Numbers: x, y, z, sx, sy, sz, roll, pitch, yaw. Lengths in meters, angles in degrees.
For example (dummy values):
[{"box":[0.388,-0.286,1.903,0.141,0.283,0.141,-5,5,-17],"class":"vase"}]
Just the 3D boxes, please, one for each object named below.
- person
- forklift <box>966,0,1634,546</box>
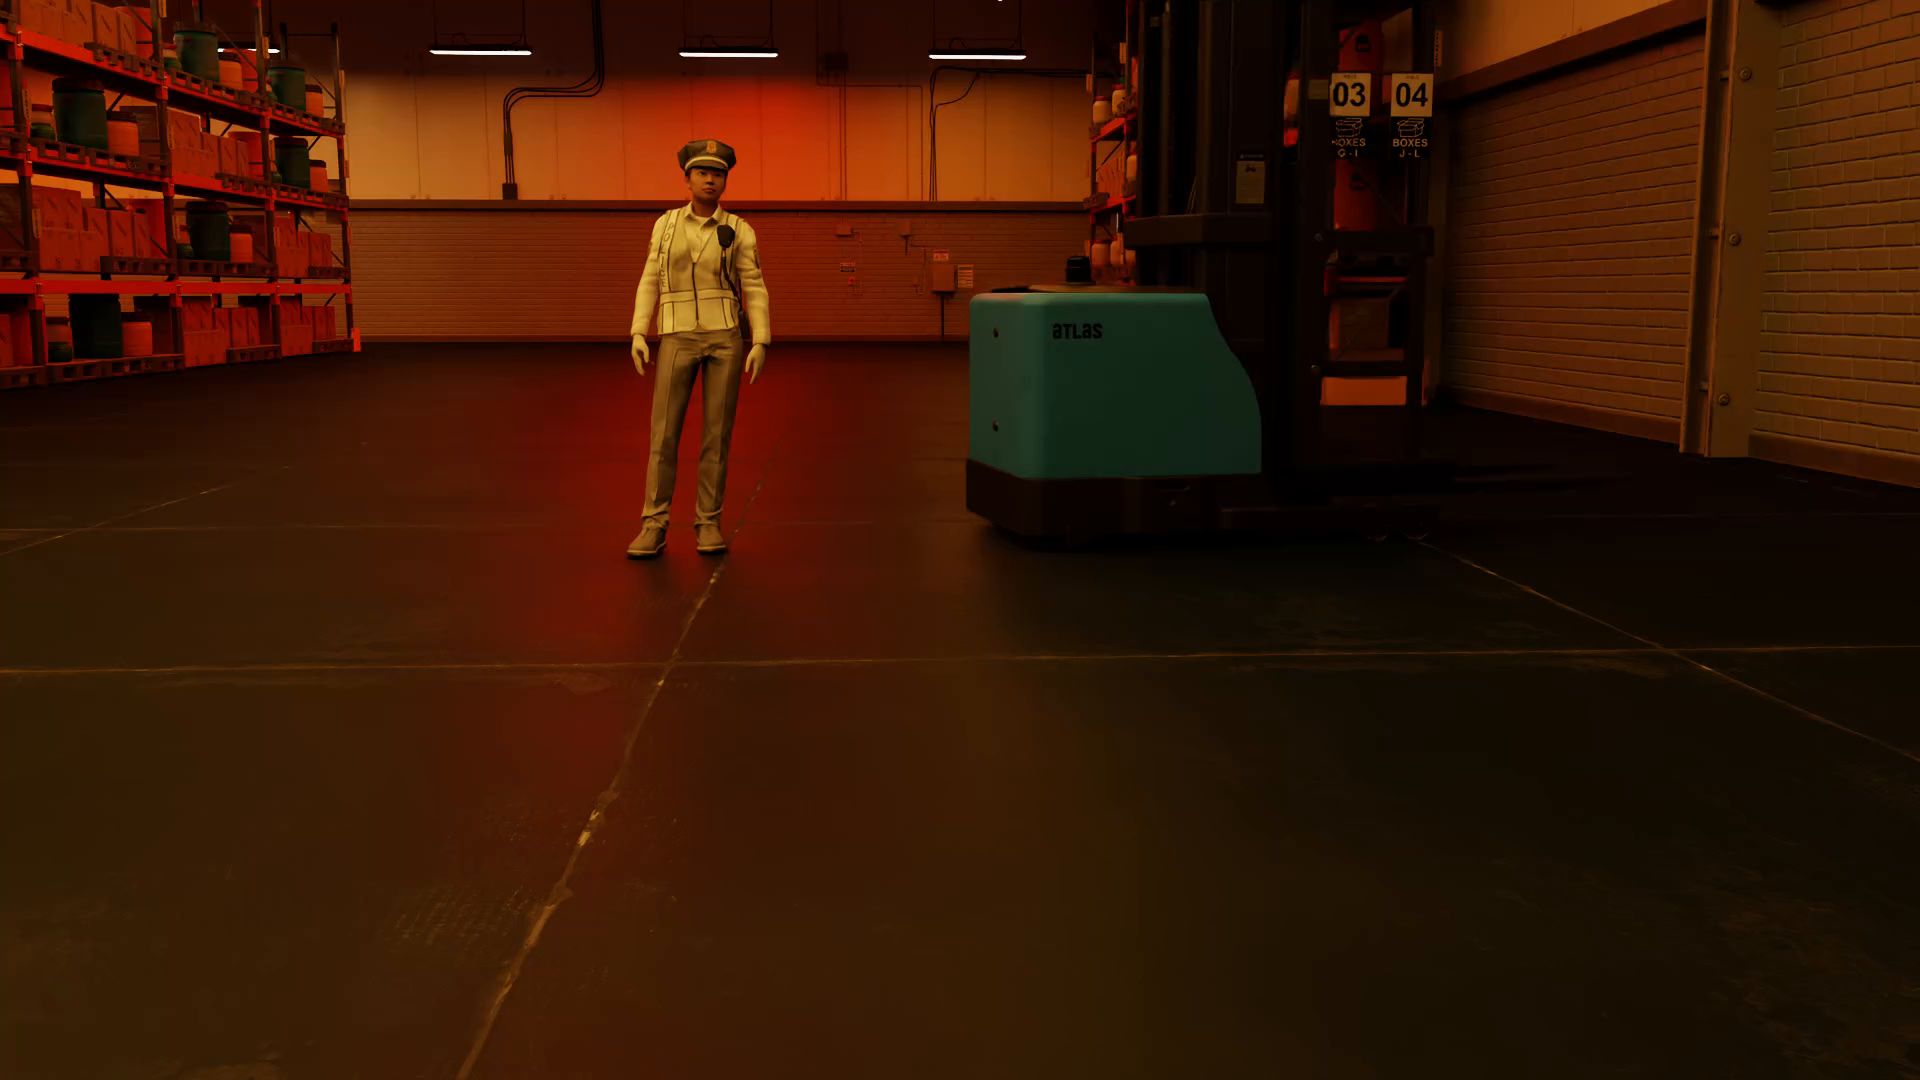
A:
[{"box":[-1.084,-0.803,6.902,0.590,1.696,0.531,0,8,-3],"class":"person"},{"box":[1.604,-1.517,7.545,3.031,2.935,1.130,-2,9,-14],"class":"forklift"}]
